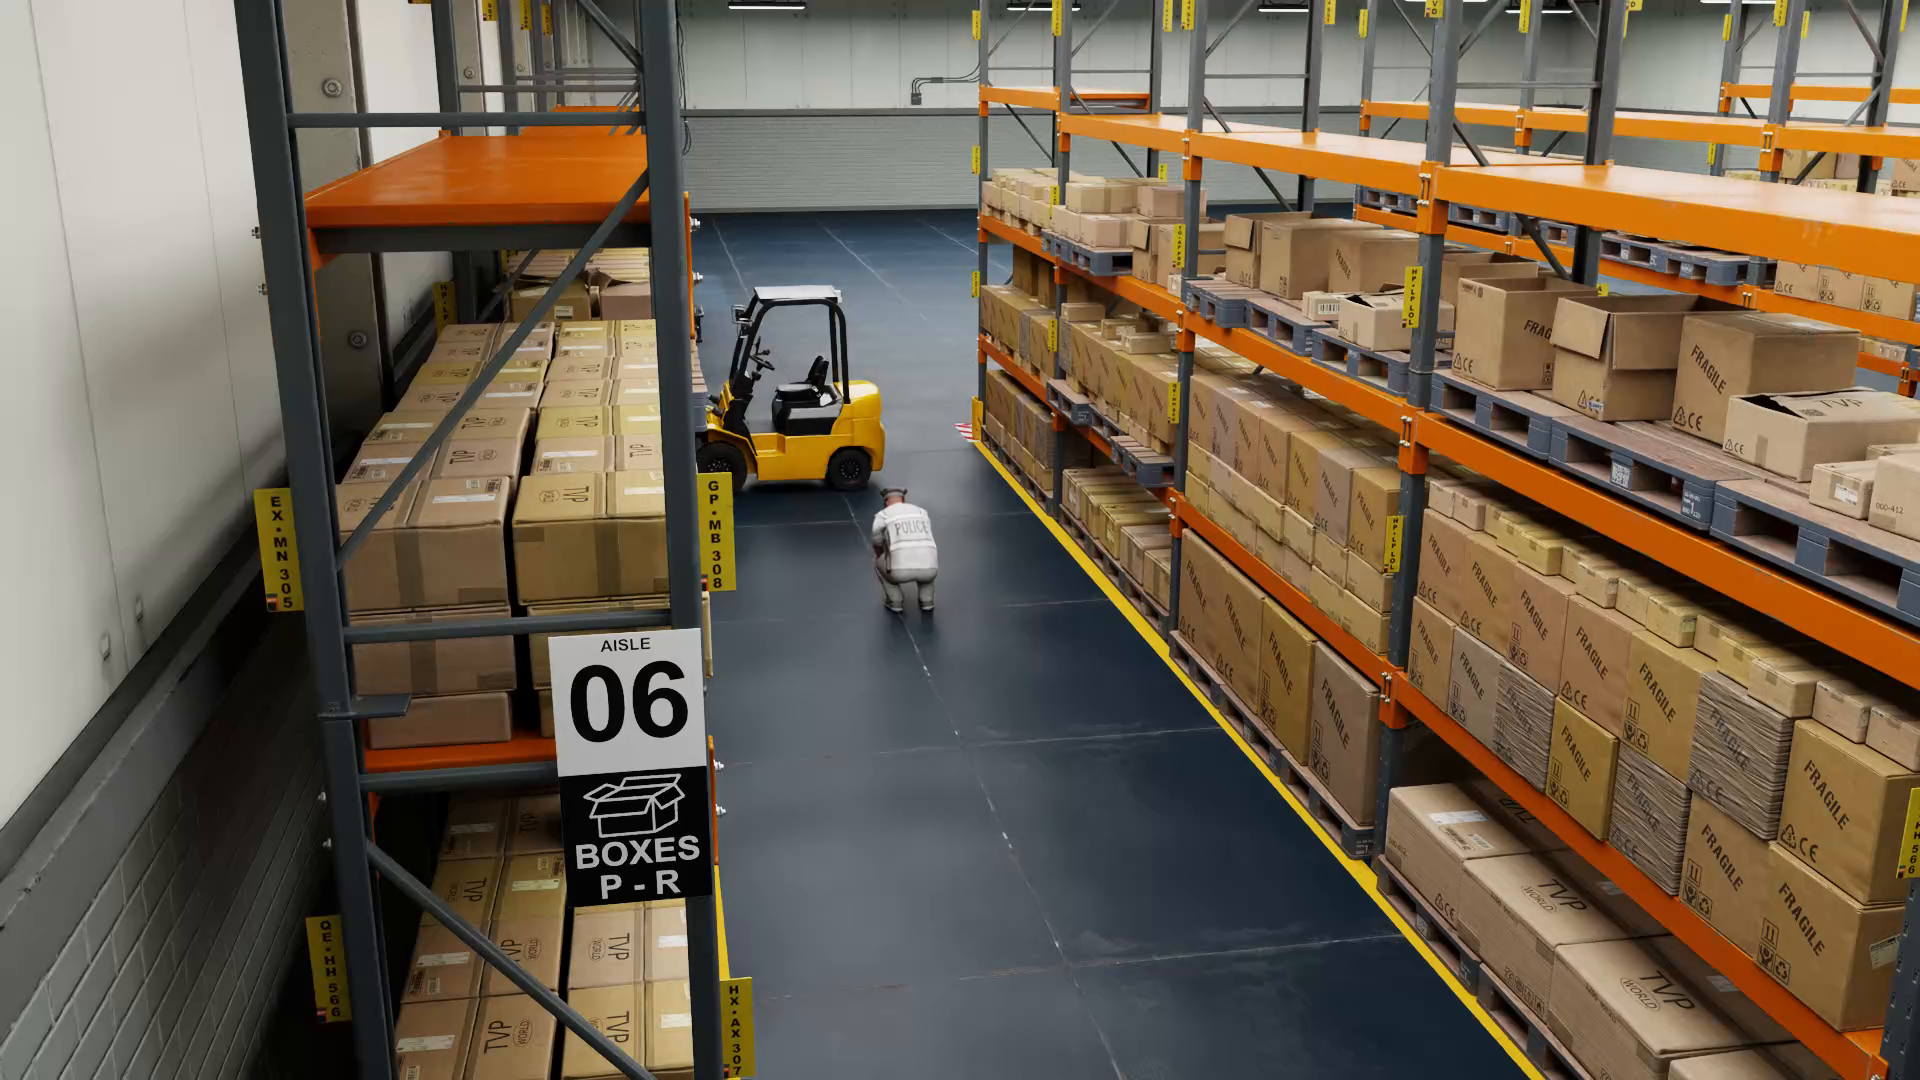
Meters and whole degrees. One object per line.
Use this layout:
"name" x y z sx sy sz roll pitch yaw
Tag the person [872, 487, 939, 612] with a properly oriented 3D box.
"person" -0.481 0.077 14.608 0.561 1.009 0.903 -3 17 -10
